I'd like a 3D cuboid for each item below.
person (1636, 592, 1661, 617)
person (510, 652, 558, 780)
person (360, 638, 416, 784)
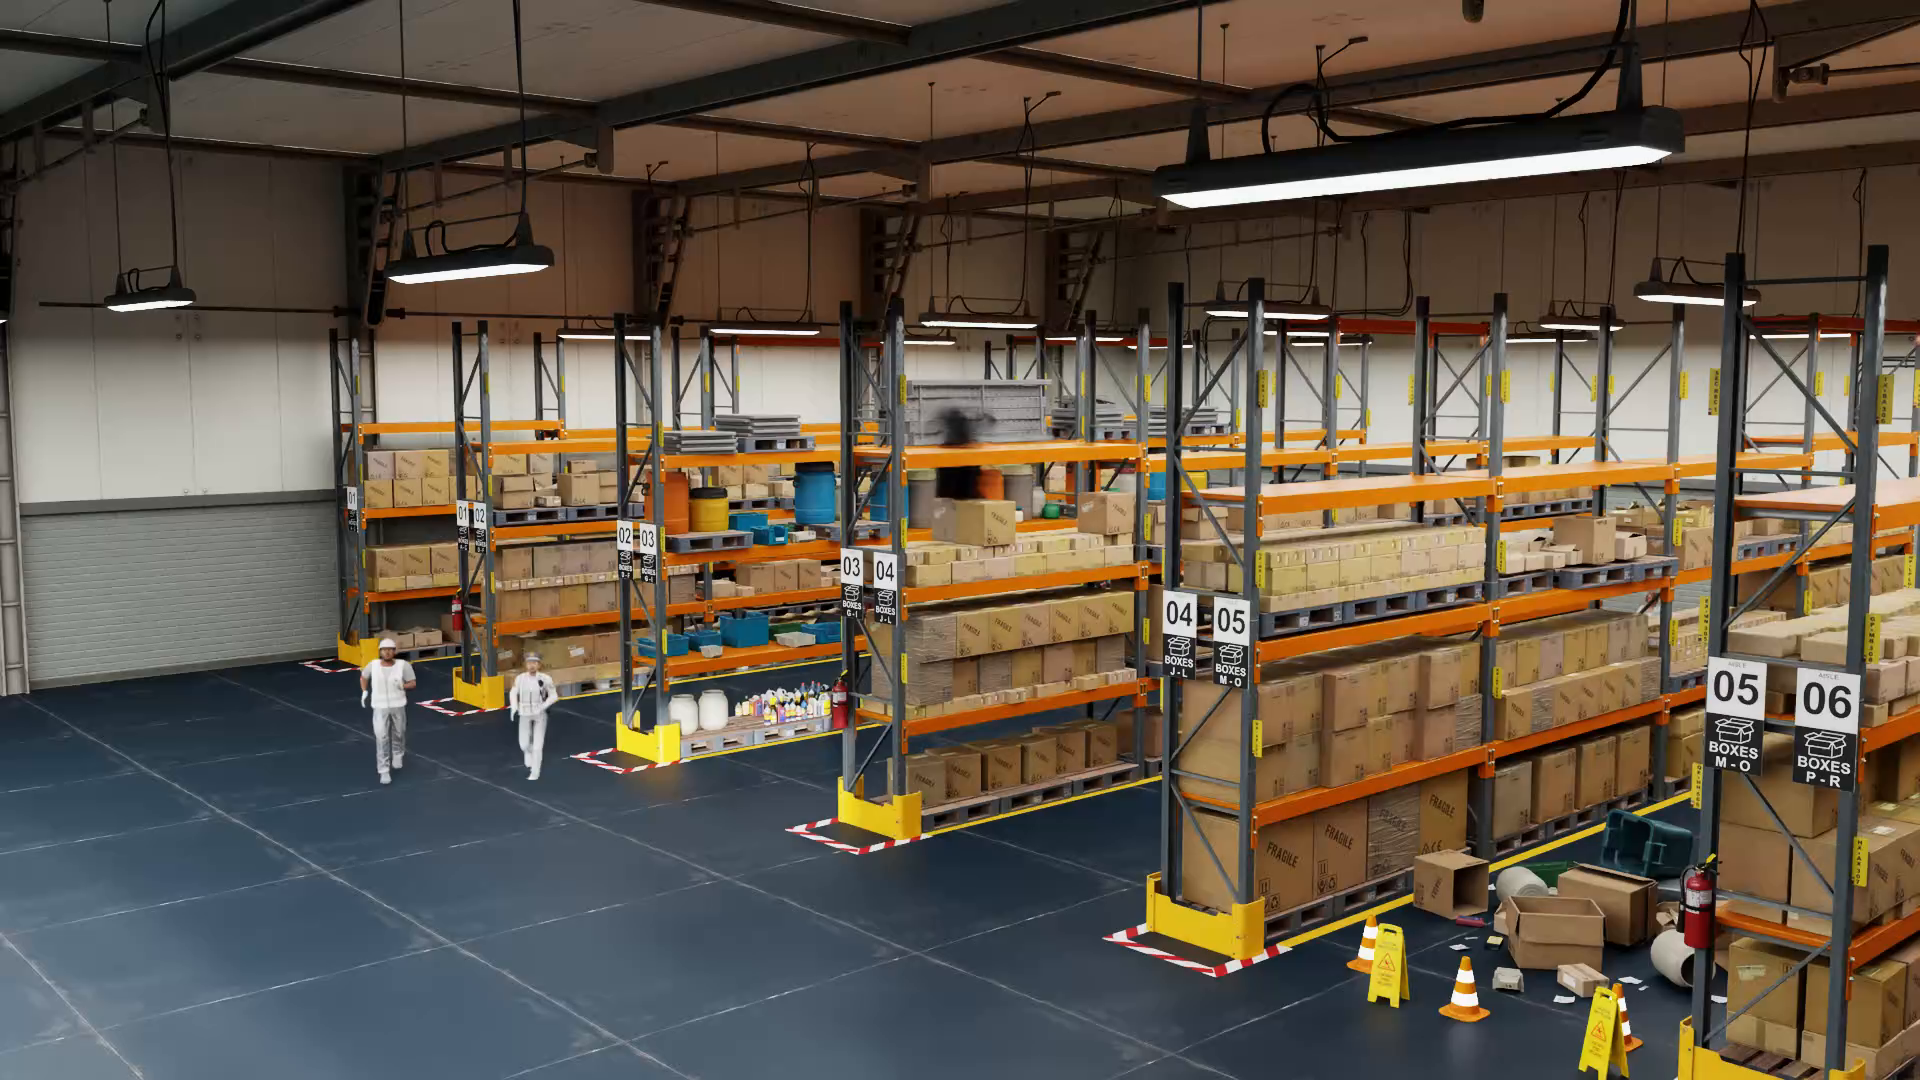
[{"bbox_3d":[11.572,1.641,27.935,0.547,1.550,0.552,3,6,27],"label":"person"},{"bbox_3d":[-5.469,2.246,21.300,0.623,1.654,0.551,-1,6,-5],"label":"person"},{"bbox_3d":[-7.307,2.144,21.291,0.680,1.777,0.988,-2,6,-19],"label":"person"}]
